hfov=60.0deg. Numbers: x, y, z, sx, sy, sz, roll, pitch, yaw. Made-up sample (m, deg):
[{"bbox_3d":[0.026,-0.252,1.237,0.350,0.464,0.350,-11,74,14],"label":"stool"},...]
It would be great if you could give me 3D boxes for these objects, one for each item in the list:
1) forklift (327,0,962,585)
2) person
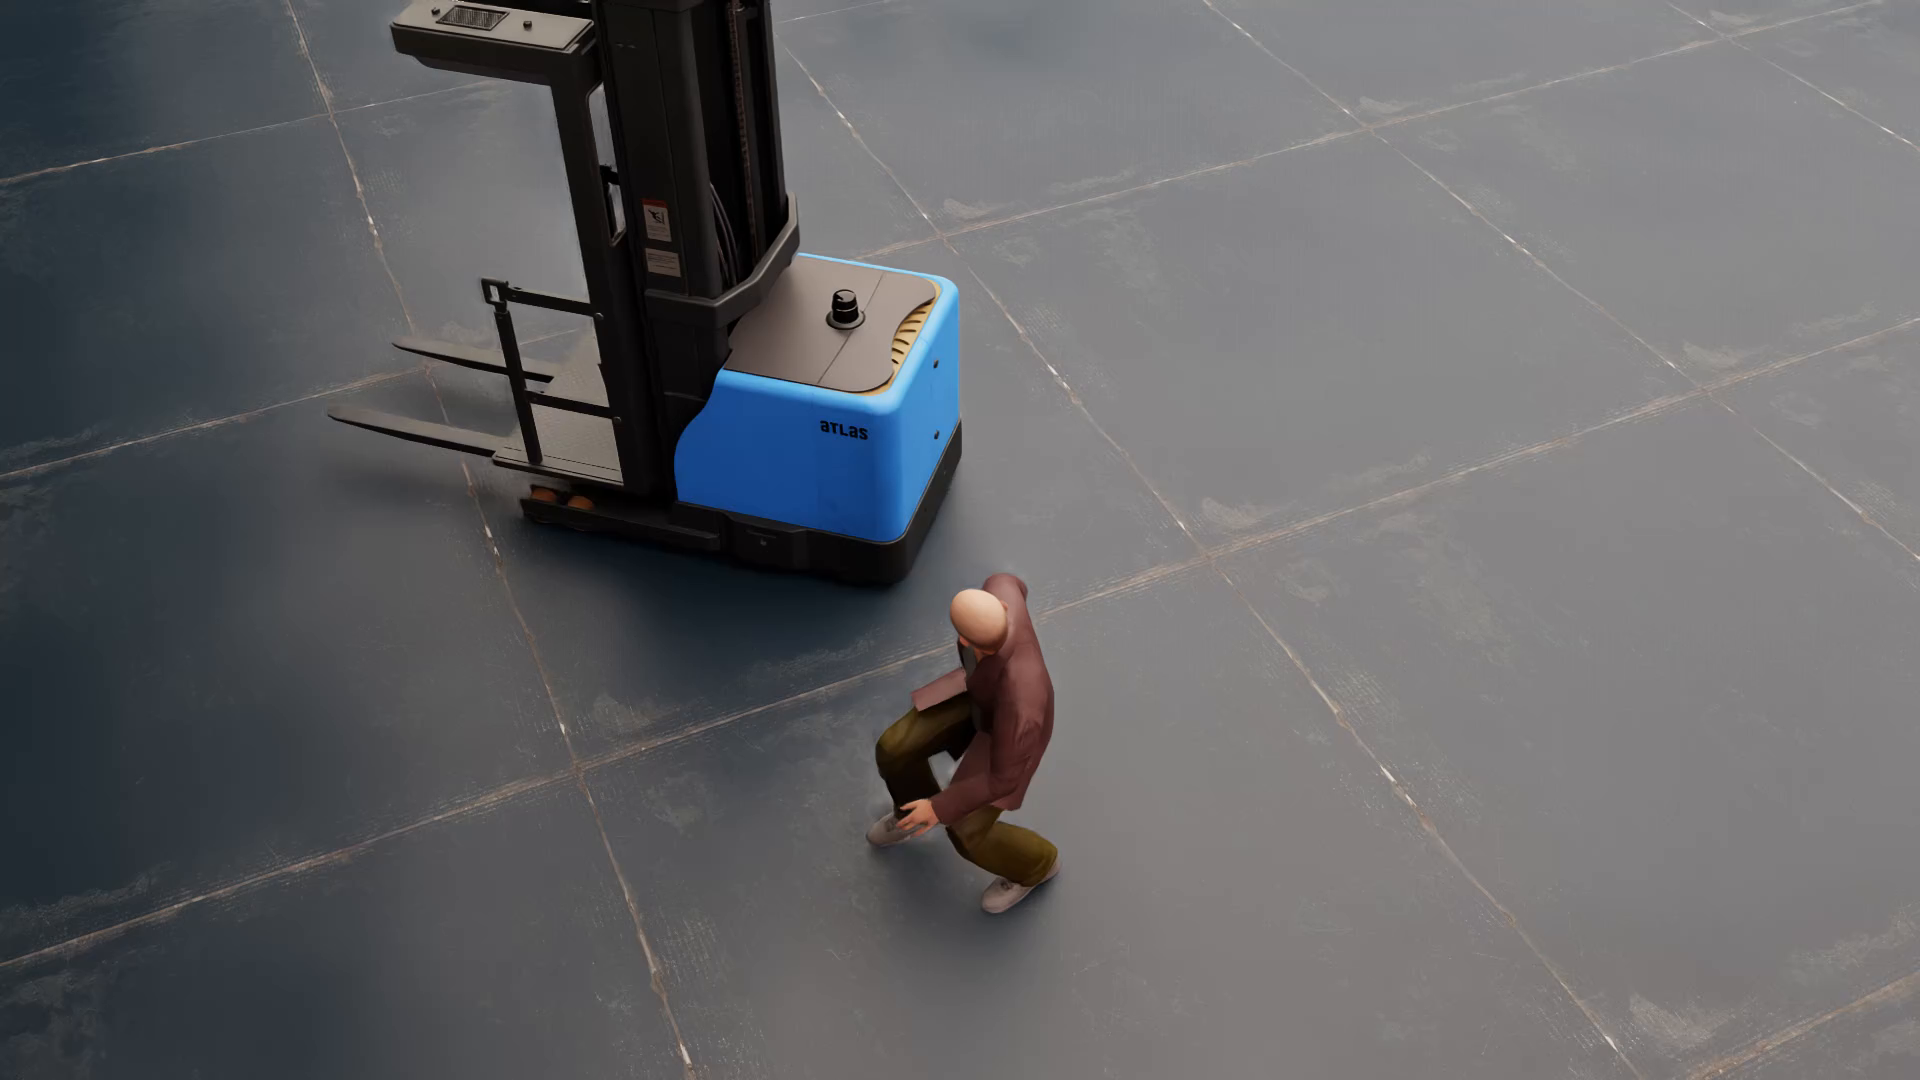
[{"bbox_3d":[-1.567,-1.447,7.231,3.031,2.935,1.130,12,44,12],"label":"forklift"},{"bbox_3d":[0.013,0.678,5.997,0.740,1.554,0.818,-20,47,-20],"label":"person"}]
